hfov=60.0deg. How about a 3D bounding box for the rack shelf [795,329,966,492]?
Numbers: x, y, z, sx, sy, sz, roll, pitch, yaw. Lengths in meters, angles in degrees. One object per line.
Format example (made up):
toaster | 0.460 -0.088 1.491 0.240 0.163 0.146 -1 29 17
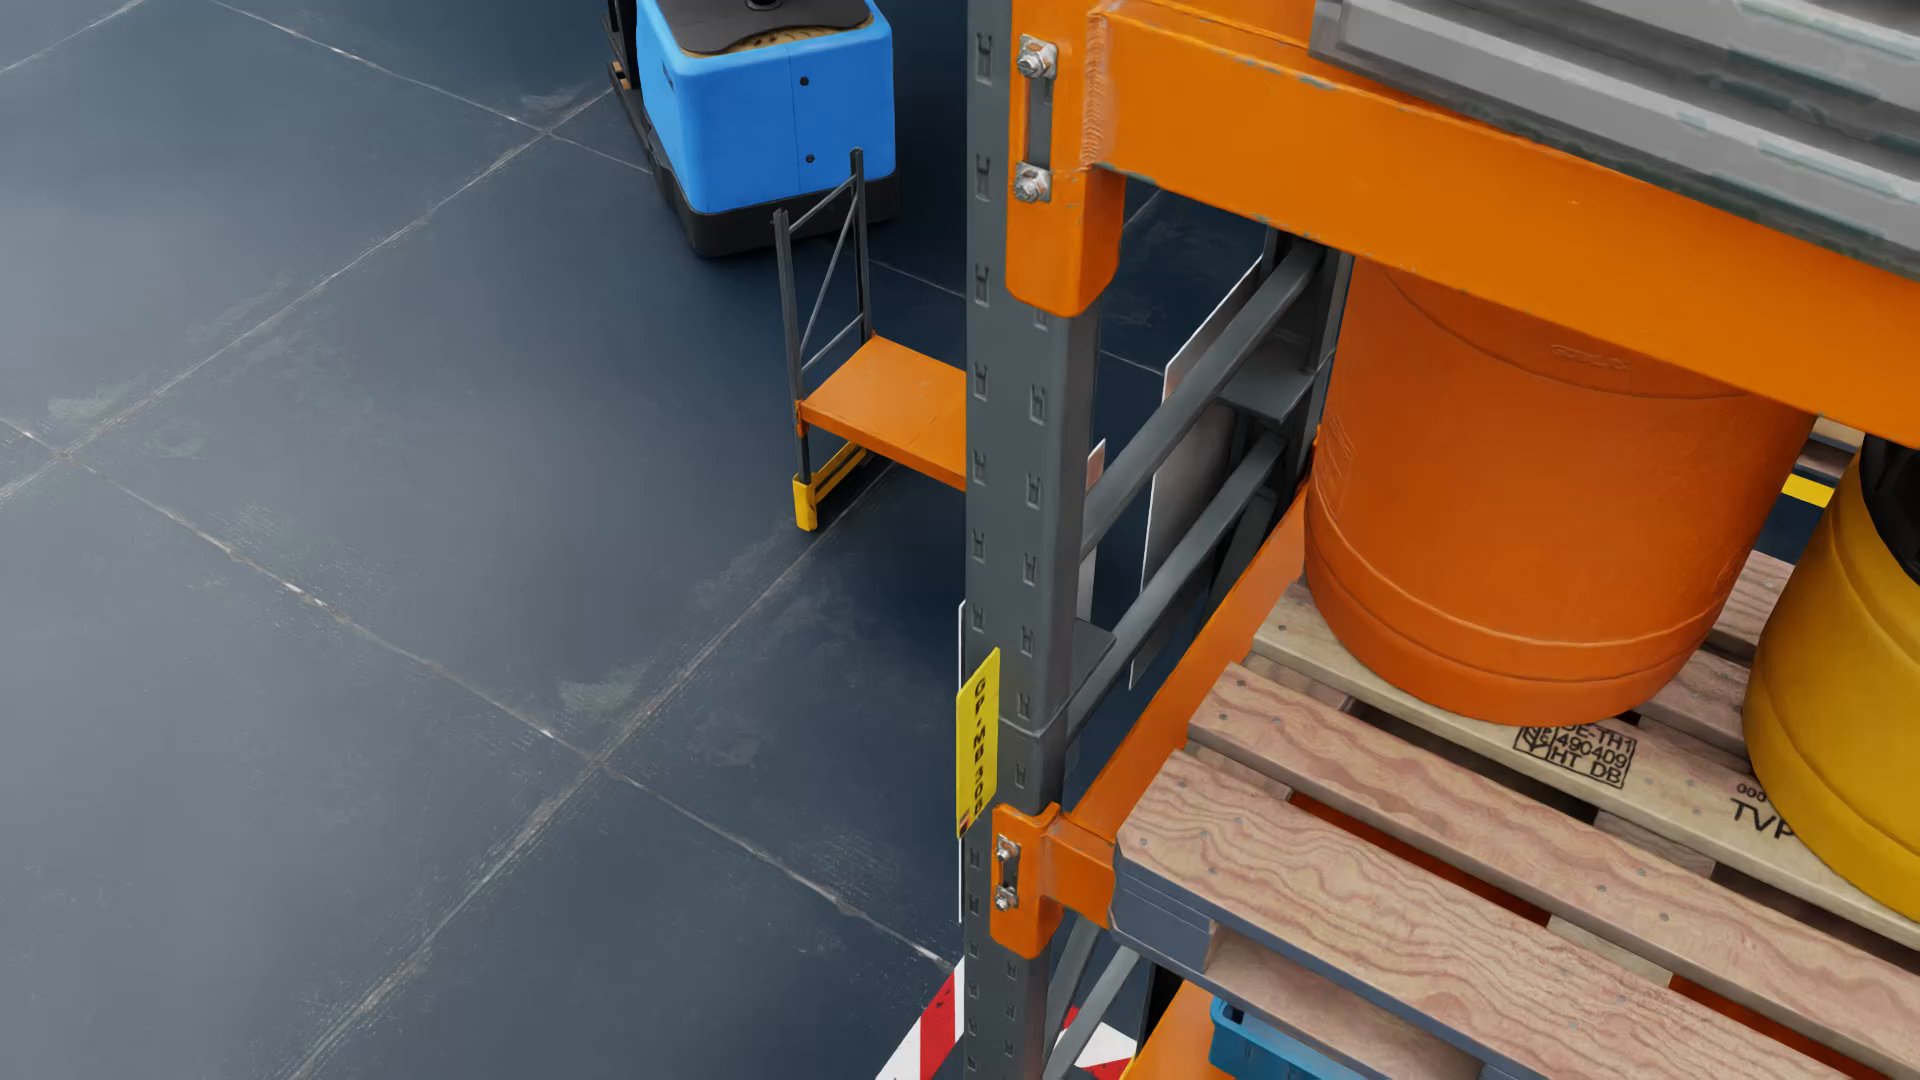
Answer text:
rack shelf | -0.072 -0.430 6.373 1.000 0.185 0.538 25 51 22

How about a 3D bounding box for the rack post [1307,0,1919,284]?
rack post | 0.892 -0.545 1.354 0.954 0.300 0.937 30 53 26

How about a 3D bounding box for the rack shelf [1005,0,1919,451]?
rack shelf | 2.008 0.076 1.182 4.000 0.370 1.077 25 51 22

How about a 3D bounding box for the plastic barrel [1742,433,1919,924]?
plastic barrel | 1.353 0.109 2.037 0.600 0.588 0.600 0 46 0

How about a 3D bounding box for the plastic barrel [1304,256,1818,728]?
plastic barrel | 0.802 -0.228 2.196 0.708 0.830 0.600 25 51 22

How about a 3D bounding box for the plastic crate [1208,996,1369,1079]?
plastic crate | 0.908 1.067 3.725 0.616 0.251 0.499 25 51 22

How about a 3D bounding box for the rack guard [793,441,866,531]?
rack guard | -0.483 -0.309 6.876 0.087 0.250 0.587 25 51 22

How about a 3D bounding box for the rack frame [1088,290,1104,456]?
rack frame | 0.356 -0.359 6.053 0.032 1.500 0.500 25 51 22

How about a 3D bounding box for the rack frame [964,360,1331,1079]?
rack frame | 0.325 1.002 3.685 0.127 3.000 1.000 25 51 22

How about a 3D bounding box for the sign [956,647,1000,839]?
sign | 0.024 0.284 2.285 0.005 0.325 0.100 25 51 22

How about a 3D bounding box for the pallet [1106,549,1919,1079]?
pallet | 0.968 0.402 2.308 1.213 0.211 1.003 25 51 22

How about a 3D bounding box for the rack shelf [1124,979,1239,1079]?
rack shelf | 2.008 2.027 3.190 4.000 0.370 1.077 25 51 22

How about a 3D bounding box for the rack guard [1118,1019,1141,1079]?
rack guard | 0.414 1.874 4.580 0.348 0.500 1.175 25 51 22

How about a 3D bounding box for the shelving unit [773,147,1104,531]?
shelving unit | -0.064 -0.552 6.241 1.083 1.500 0.587 25 51 22

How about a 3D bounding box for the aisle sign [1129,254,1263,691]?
aisle sign | 0.424 -0.111 2.954 0.004 0.787 0.394 25 51 22

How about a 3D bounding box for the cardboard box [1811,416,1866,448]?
cardboard box | 3.756 -0.642 6.906 0.500 0.250 0.500 25 51 22

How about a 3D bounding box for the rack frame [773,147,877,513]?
rack frame | -0.500 -0.753 6.435 0.032 1.500 0.500 25 51 22

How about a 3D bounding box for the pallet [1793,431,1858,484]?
pallet | 3.668 -0.744 7.326 1.213 0.211 1.003 25 51 22

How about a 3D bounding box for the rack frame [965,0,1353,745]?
rack frame | 0.325 -1.089 1.533 0.127 3.000 1.000 25 51 22

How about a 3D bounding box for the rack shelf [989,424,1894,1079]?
rack shelf | 2.008 0.982 2.115 4.000 0.370 1.077 25 51 22

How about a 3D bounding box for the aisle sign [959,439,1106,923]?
aisle sign | 0.106 0.245 2.608 0.004 0.787 0.394 25 51 22

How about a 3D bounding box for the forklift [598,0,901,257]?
forklift | -1.292 -3.455 8.063 1.130 2.935 3.031 -15 48 -14
